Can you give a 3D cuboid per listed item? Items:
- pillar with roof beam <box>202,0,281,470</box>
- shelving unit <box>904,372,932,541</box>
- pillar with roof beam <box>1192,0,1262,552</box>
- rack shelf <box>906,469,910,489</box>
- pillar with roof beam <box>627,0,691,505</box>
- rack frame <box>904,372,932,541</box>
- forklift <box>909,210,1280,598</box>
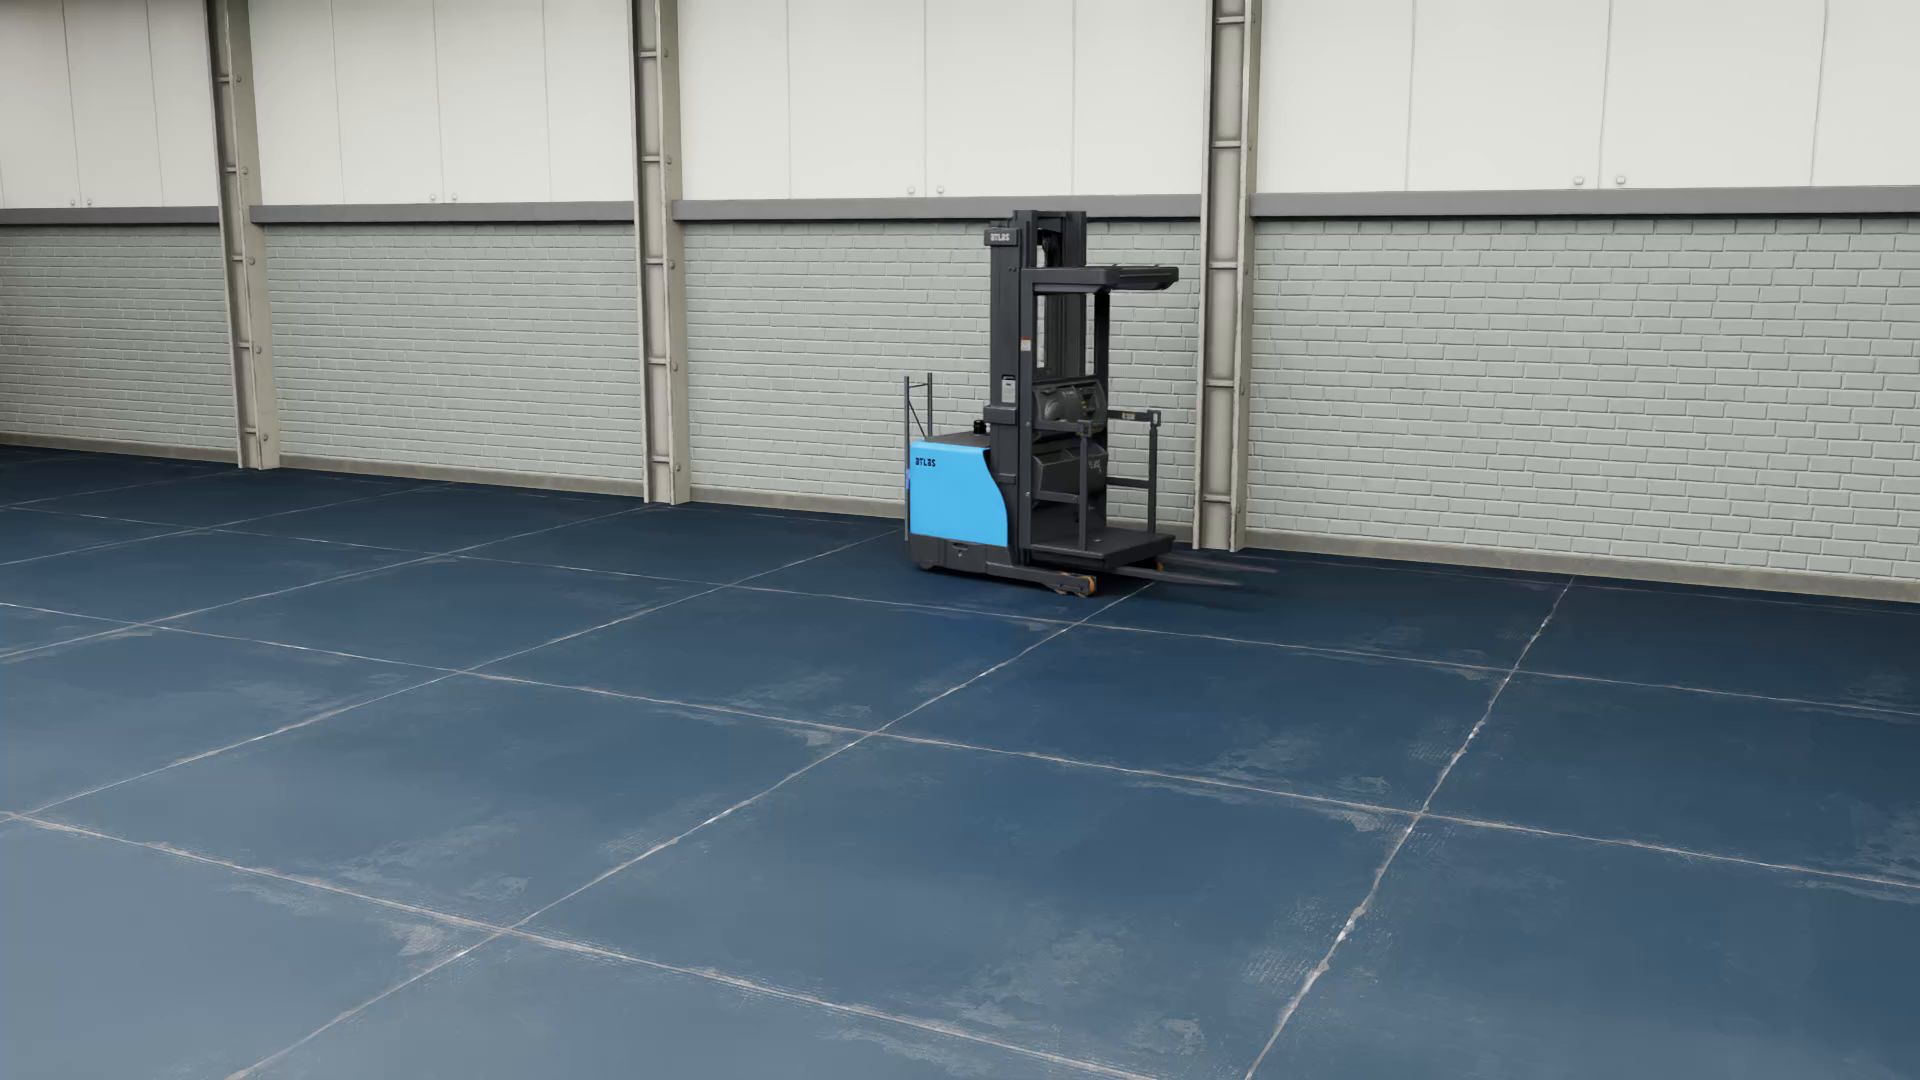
[{"bbox_3d":[-10.354,-4.619,15.482,0.400,9.000,9.100,5,11,26],"label":"pillar with roof beam"},{"bbox_3d":[0.076,-0.731,15.059,1.048,1.500,0.538,5,11,26],"label":"shelving unit"},{"bbox_3d":[0.407,-3.673,10.257,0.400,9.000,9.100,5,11,26],"label":"pillar with roof beam"},{"bbox_3d":[0.076,-0.554,15.092,1.000,0.185,0.538,5,11,26],"label":"rack shelf"},{"bbox_3d":[-4.974,-4.146,12.869,0.400,9.000,9.100,5,11,26],"label":"pillar with roof beam"},{"bbox_3d":[-0.379,-0.771,15.281,0.032,1.500,0.500,5,11,26],"label":"rack frame"},{"bbox_3d":[1.043,-1.106,13.109,3.031,2.935,1.130,8,13,38],"label":"forklift"}]
